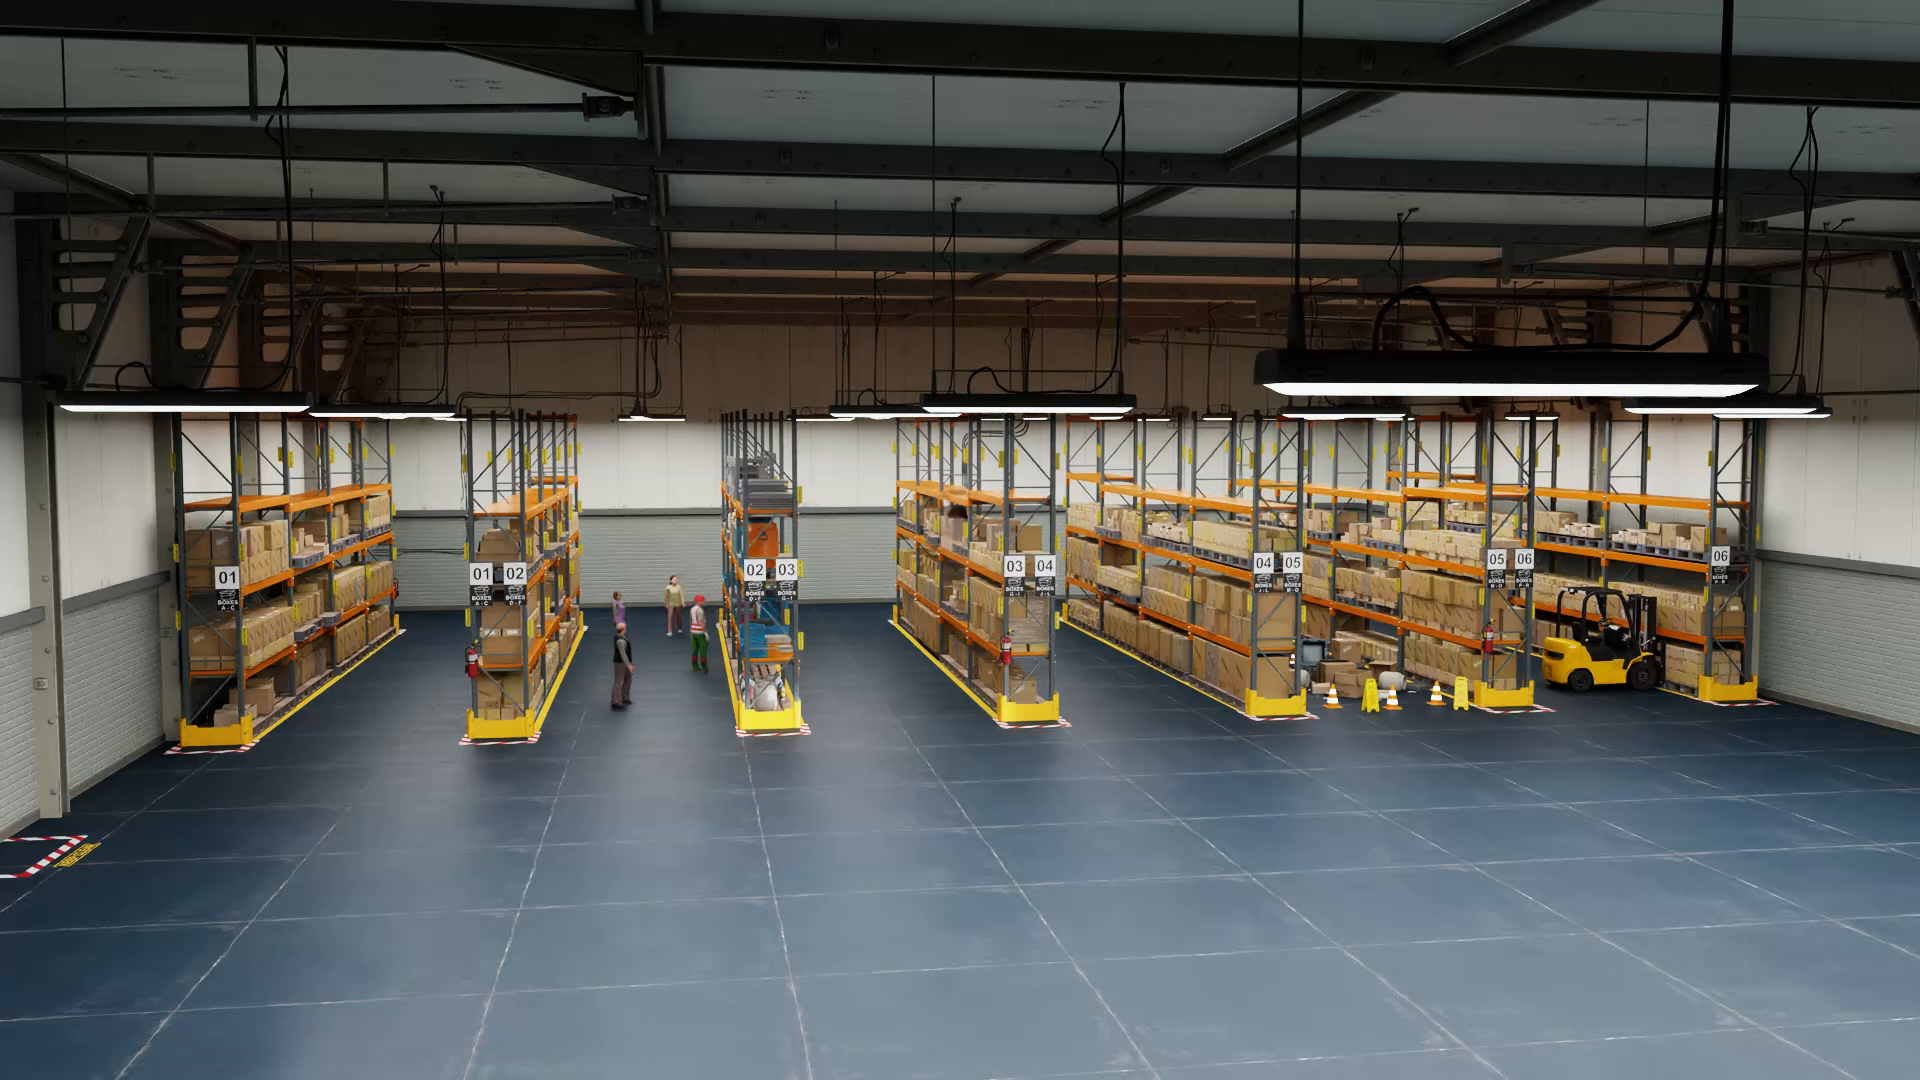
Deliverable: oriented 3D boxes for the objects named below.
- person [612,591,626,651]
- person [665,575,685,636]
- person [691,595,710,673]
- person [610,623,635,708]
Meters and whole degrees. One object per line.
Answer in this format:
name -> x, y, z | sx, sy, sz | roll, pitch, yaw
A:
person -> -8.430, 2.071, 41.086 | 0.319, 1.617, 0.479 | 0, 4, -5
person -> -7.704, 1.763, 44.945 | 0.560, 1.615, 1.033 | 0, 4, 0
person -> -5.953, 2.151, 38.258 | 0.401, 1.791, 0.605 | -3, 5, -40
person -> -6.818, 2.542, 33.702 | 0.510, 1.757, 0.684 | 0, 4, -3
